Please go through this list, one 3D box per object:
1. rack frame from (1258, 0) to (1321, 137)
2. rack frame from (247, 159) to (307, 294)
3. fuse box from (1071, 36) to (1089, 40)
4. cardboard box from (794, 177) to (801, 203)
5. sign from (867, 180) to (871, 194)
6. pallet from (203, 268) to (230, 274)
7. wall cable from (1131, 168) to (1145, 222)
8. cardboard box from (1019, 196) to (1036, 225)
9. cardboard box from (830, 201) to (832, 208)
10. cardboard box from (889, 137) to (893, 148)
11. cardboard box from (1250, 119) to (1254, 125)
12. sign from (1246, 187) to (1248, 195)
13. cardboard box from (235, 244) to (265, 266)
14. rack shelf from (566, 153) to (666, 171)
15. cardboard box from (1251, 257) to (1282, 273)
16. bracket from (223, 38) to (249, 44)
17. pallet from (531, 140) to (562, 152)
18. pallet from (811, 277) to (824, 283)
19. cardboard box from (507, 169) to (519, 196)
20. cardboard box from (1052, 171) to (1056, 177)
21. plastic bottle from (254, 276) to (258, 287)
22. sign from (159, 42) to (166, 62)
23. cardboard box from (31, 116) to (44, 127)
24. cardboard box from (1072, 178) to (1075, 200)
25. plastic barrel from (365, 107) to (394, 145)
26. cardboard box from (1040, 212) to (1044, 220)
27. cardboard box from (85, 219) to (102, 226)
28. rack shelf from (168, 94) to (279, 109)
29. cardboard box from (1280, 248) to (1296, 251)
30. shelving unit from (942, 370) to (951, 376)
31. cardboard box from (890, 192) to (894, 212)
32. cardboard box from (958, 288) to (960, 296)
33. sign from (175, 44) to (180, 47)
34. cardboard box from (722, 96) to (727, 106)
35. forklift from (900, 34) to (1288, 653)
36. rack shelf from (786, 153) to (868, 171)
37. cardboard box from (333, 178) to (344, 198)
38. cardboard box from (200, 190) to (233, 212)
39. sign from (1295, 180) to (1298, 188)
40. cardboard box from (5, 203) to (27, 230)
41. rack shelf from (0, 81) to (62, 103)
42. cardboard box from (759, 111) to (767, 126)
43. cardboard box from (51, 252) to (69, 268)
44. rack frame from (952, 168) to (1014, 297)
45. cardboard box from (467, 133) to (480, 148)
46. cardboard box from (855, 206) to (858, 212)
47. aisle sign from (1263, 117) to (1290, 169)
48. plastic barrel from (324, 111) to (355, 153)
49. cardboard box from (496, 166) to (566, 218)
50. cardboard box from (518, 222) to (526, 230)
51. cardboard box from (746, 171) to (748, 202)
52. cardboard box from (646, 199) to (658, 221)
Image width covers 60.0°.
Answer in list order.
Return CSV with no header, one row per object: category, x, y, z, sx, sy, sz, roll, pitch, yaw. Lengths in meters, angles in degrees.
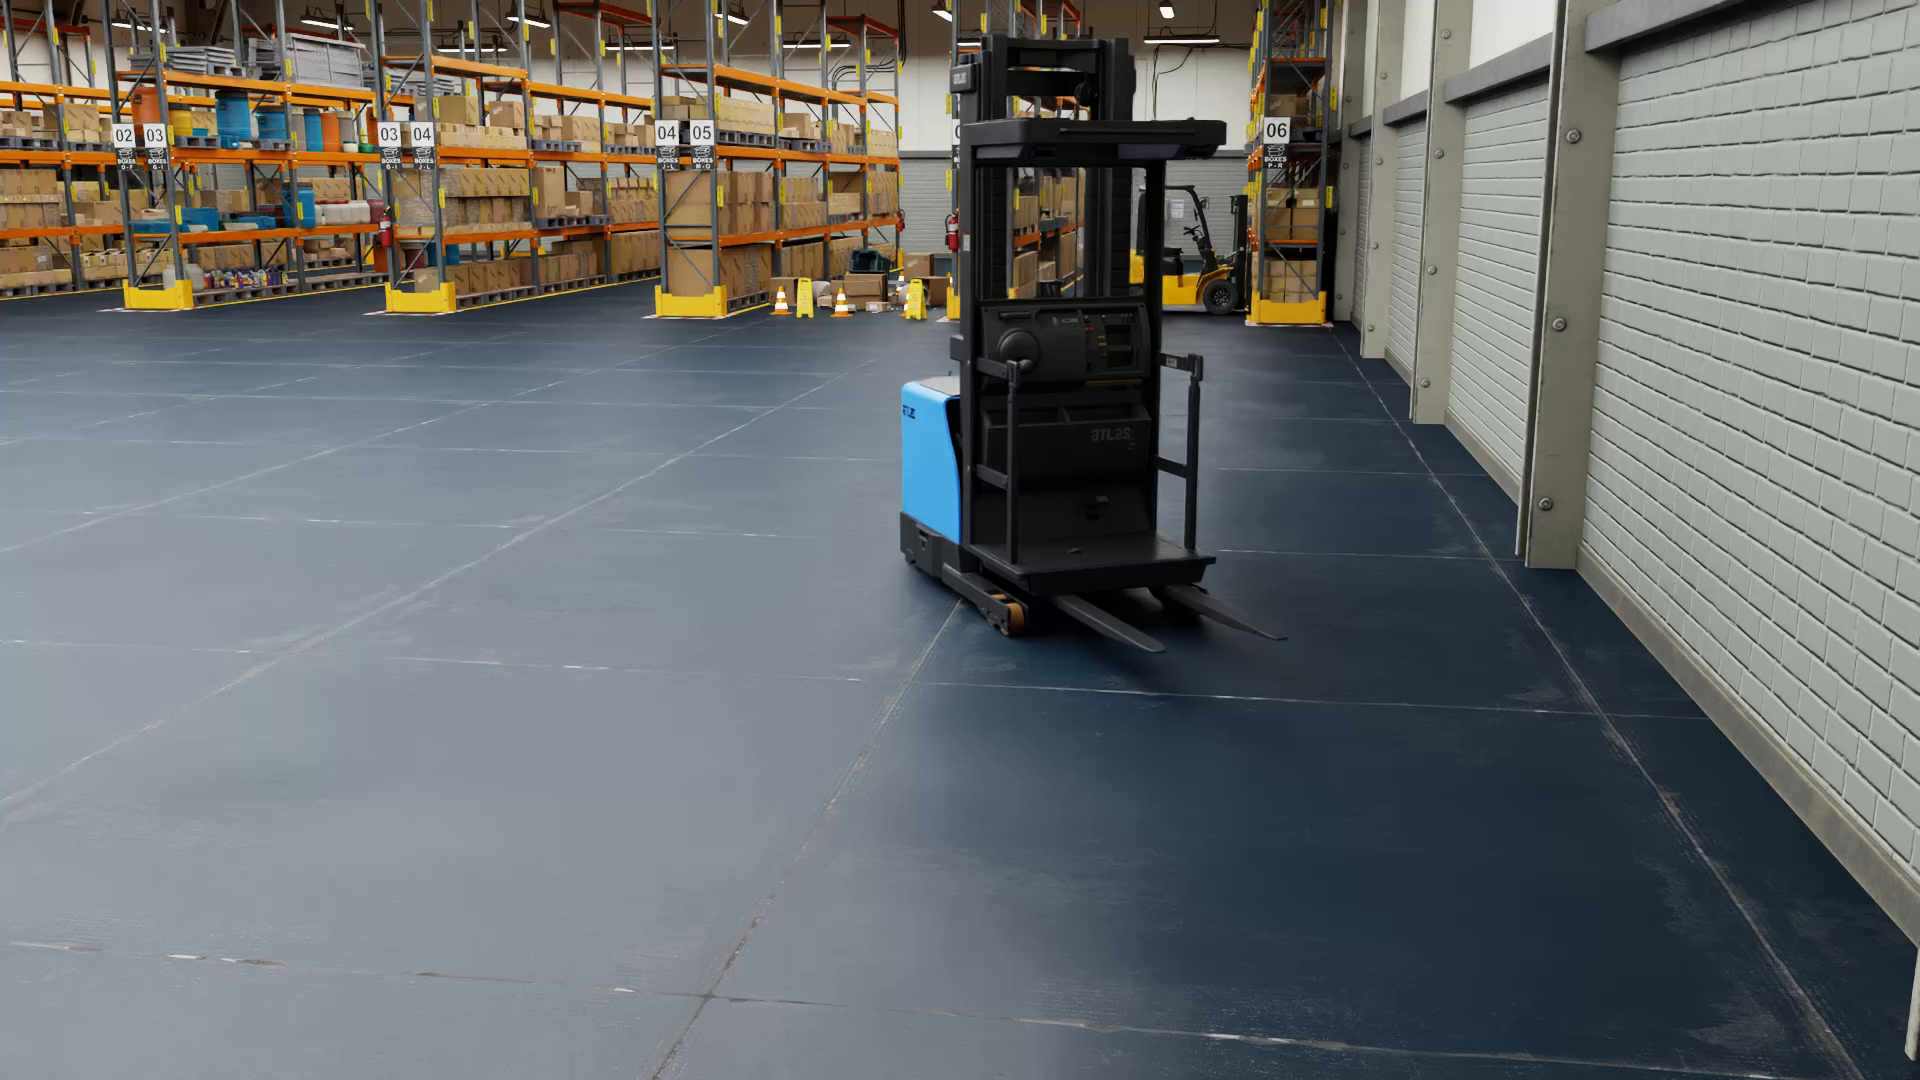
rack frame,5.889,-8.738,29.678,1.000,3.000,0.127,2,12,9
rack frame,-13.702,-6.447,33.287,1.000,3.000,0.127,2,12,9
fuse box,3.419,-14.137,47.137,0.513,0.334,0.176,2,12,9
cardboard box,-3.618,-7.063,33.536,0.700,0.500,0.500,2,12,8
sign,-2.144,-8.319,39.224,0.100,0.325,0.005,2,12,9
pallet,-17.829,-6.232,38.908,1.003,0.211,1.213,2,12,9
wall cable,5.077,-10.091,47.785,0.588,1.984,0.122,2,12,9
cardboard box,1.089,-5.951,30.046,0.500,0.500,0.500,2,12,11
cardboard box,-2.995,-7.316,36.213,0.380,0.149,0.250,2,12,11
cardboard box,-1.974,-10.029,41.960,0.500,0.250,0.500,2,12,7
cardboard box,6.728,-9.365,37.379,0.396,0.266,0.258,2,12,8
sign,6.582,-7.910,38.020,0.100,0.325,0.005,2,12,9
cardboard box,-17.320,-6.947,40.499,0.500,0.500,0.500,2,12,9
rack shelf,-7.886,-8.650,38.098,1.077,0.370,4.000,2,12,9
cardboard box,5.177,-4.640,28.061,0.500,0.250,0.500,2,12,9
bracket,-21.397,-14.993,50.161,0.076,0.066,3.189,2,12,9
pallet,-8.608,-7.786,32.826,1.213,0.211,1.003,2,12,9
pallet,-3.503,-5.412,35.106,1.003,0.211,1.213,2,12,9
cardboard box,-8.681,-6.763,31.436,0.500,0.500,0.500,2,12,9
cardboard box,2.095,-8.611,39.179,0.380,0.149,0.250,2,12,10
plastic bottle,-13.616,-4.984,32.098,0.097,0.201,0.097,0,12,0
sign,-13.775,-8.426,28.726,0.100,0.325,0.005,2,12,9
cardboard box,-22.596,-10.236,40.686,0.500,0.250,0.500,1,12,7
cardboard box,2.321,-7.959,37.694,0.500,0.500,0.500,2,12,10
plastic barrel,-12.997,-9.279,37.293,0.600,0.830,0.708,2,12,9
cardboard box,1.381,-6.152,31.521,0.380,0.149,0.250,2,12,9
cardboard box,-18.258,-6.663,34.887,0.380,0.149,0.250,2,12,9
rack shelf,-17.673,-10.242,39.317,1.077,0.370,4.000,2,12,9
cardboard box,6.892,-6.037,34.781,0.380,0.149,0.250,3,12,12
shelving unit,0.008,-0.524,10.434,0.215,1.050,0.252,2,12,9
cardboard box,-1.976,-8.588,42.279,0.500,0.500,0.500,2,12,8
cardboard box,0.231,-4.176,28.279,0.500,0.250,0.500,2,12,8
sign,-17.432,-10.890,37.072,0.100,0.325,0.005,2,12,9
cardboard box,-4.133,-7.371,27.923,0.380,0.149,0.250,2,12,9
forklift,0.630,-1.054,8.426,1.130,2.935,3.031,-4,13,-20
rack shelf,-3.000,-8.468,37.254,1.077,0.370,4.000,2,12,9
cardboard box,-16.699,-9.329,44.050,0.500,0.500,0.500,2,12,10
cardboard box,-17.666,-8.014,39.324,0.700,0.500,0.500,4,13,19
sign,7.668,-8.019,37.835,0.100,0.325,0.005,2,12,9
cardboard box,-18.814,-6.350,32.601,0.700,0.500,0.500,2,12,9
rack shelf,-18.904,-8.577,31.589,1.077,0.370,4.000,2,12,9
cardboard box,-3.823,-7.681,30.310,0.500,0.250,0.500,2,12,8
cardboard box,-18.817,-5.837,34.656,0.500,0.311,0.500,2,12,9
rack frame,0.369,-5.132,27.189,1.000,3.000,0.127,2,12,9
cardboard box,-8.941,-7.149,29.782,0.500,0.250,0.500,2,12,8
cardboard box,-2.597,-7.709,38.744,0.380,0.149,0.250,2,12,9
aisle sign,4.973,-6.239,26.153,0.394,0.787,0.004,2,12,9
plastic barrel,-13.428,-8.827,36.021,0.600,0.901,0.600,0,12,0
cardboard box,-8.548,-6.946,33.181,1.000,1.000,1.000,2,12,9
cardboard box,-8.599,-6.057,32.077,0.380,0.149,0.250,2,12,9
cardboard box,-4.276,-6.293,29.655,0.875,0.550,0.500,2,12,9
cardboard box,-7.463,-7.791,39.290,0.500,0.500,0.500,2,12,10
